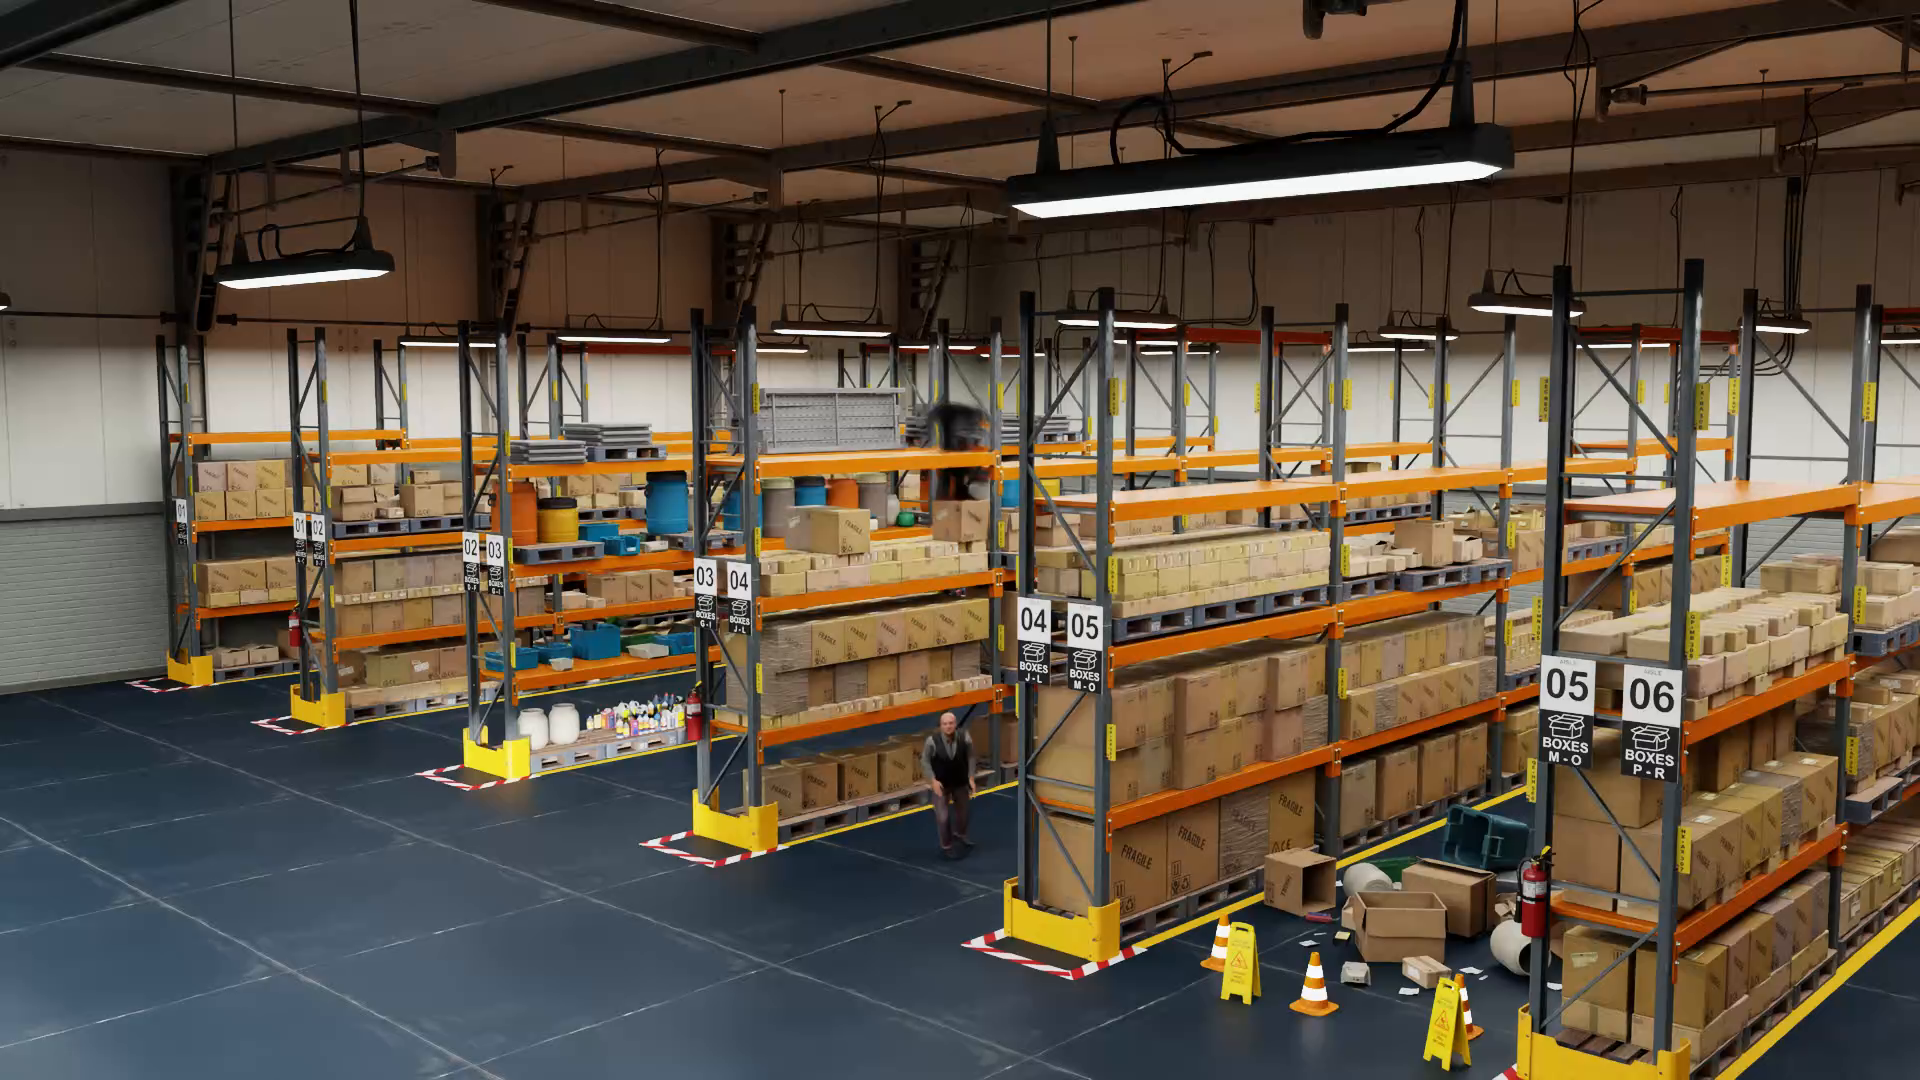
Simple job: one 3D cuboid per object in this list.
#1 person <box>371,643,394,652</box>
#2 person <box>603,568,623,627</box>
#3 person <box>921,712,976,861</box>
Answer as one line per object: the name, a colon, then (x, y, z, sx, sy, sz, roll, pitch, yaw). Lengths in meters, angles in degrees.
person: (-10.156, 1.587, 29.285, 0.685, 1.714, 0.812, -2, 6, -16)
person: (-6.636, 1.281, 31.911, 0.627, 1.759, 0.865, 2, 6, 24)
person: (-0.127, 2.650, 18.128, 0.642, 1.660, 0.759, -1, 5, -10)
